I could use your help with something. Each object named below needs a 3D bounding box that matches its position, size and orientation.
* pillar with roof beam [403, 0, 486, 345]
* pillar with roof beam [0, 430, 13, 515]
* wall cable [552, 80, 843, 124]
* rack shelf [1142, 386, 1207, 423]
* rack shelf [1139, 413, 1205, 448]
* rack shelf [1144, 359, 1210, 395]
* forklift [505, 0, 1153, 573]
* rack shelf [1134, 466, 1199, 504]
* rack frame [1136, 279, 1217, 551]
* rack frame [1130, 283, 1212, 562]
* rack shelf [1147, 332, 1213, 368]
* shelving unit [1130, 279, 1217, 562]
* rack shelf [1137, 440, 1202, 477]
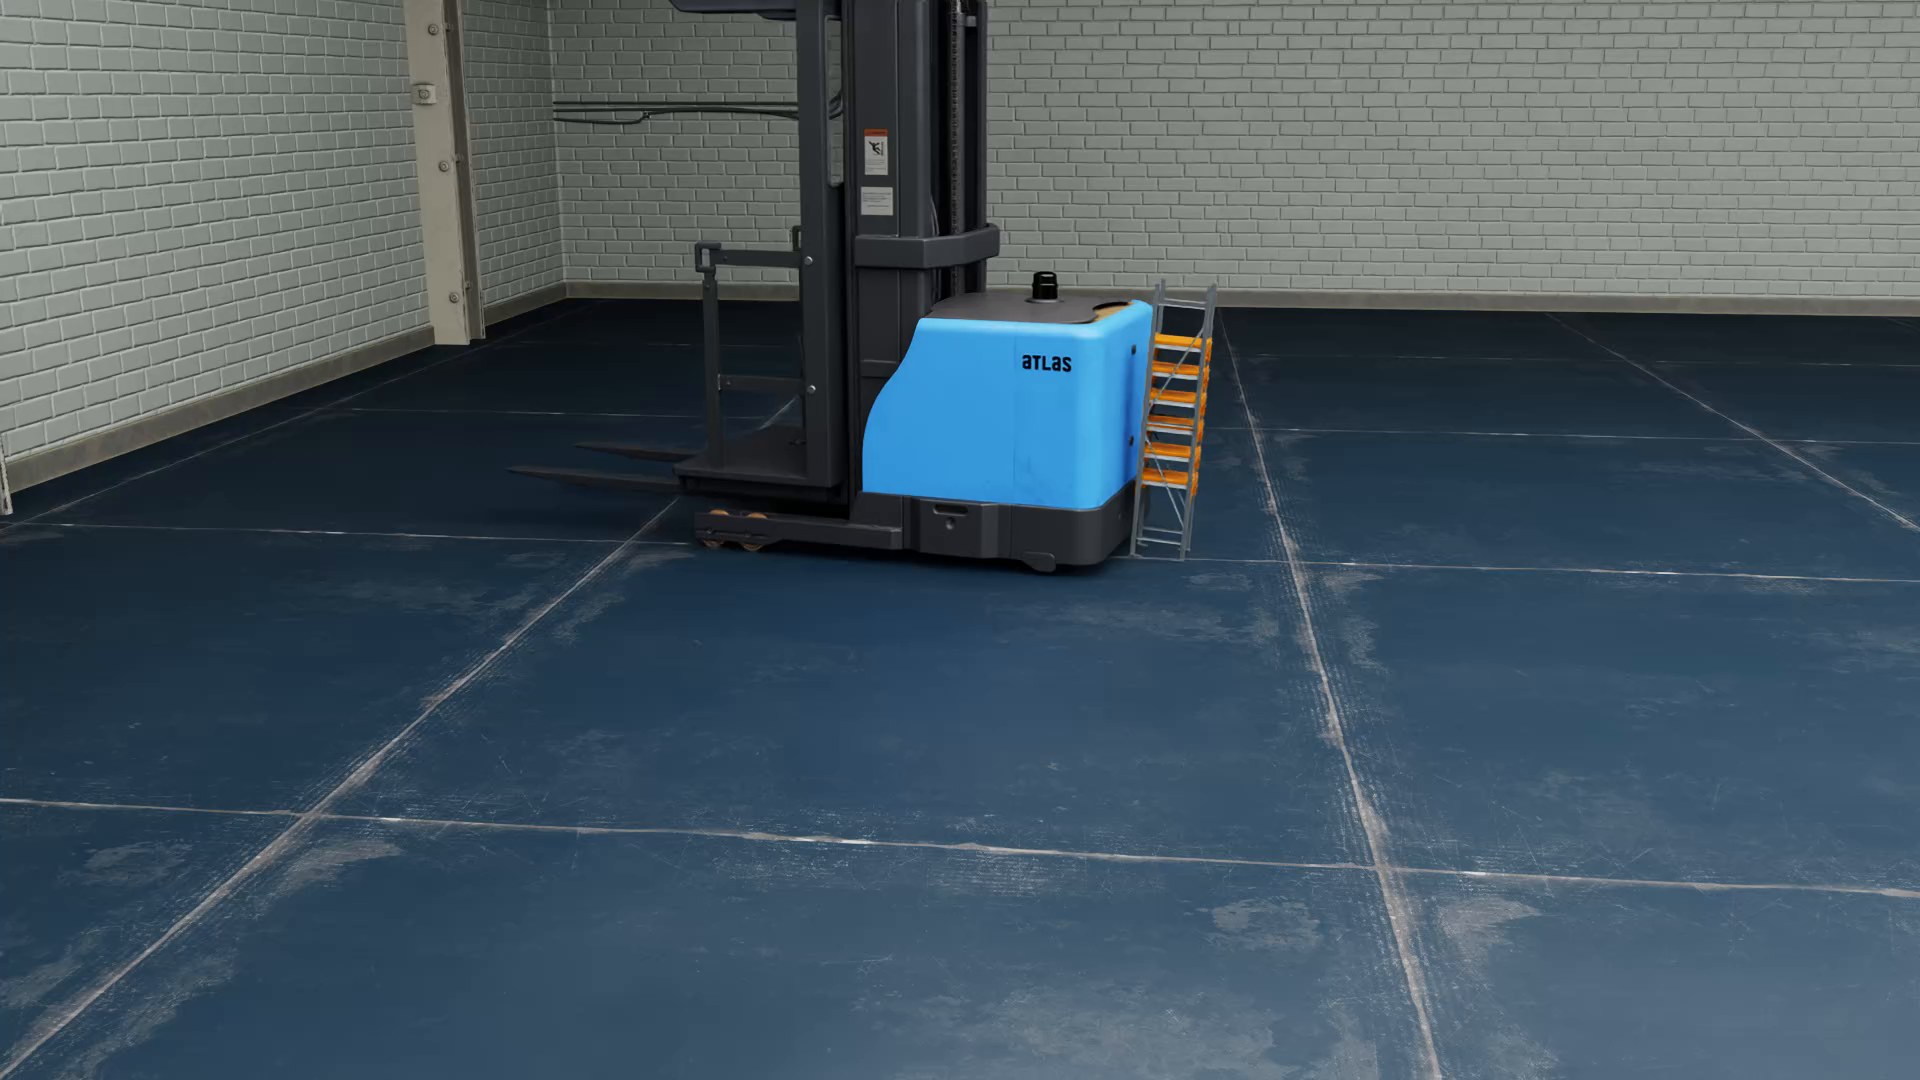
[{"bbox_3d":[0.134,-5.863,12.104,9.100,9.000,0.400,2,15,6],"label":"pillar with roof beam"},{"bbox_3d":[-0.543,-4.307,6.349,9.100,9.000,0.400,2,15,6],"label":"pillar with roof beam"},{"bbox_3d":[-2.497,-5.216,15.660,3.097,2.526,0.112,2,15,6],"label":"wall cable"},{"bbox_3d":[0.932,-0.589,7.224,0.258,0.103,0.180,8,17,13],"label":"rack shelf"},{"bbox_3d":[0.925,-0.474,7.257,0.258,0.103,0.180,8,17,13],"label":"rack shelf"},{"bbox_3d":[0.939,-0.704,7.191,0.258,0.103,0.180,8,17,13],"label":"rack shelf"},{"bbox_3d":[-0.678,-1.492,7.564,3.031,2.935,1.130,5,16,19],"label":"forklift"},{"bbox_3d":[0.910,-0.244,7.324,0.258,0.103,0.180,8,17,13],"label":"rack shelf"},{"bbox_3d":[0.951,-0.540,7.330,0.240,1.200,0.006,8,17,13],"label":"rack frame"},{"bbox_3d":[0.904,-0.494,7.159,0.240,1.200,0.006,8,17,13],"label":"rack frame"},{"bbox_3d":[0.947,-0.820,7.157,0.258,0.103,0.180,8,17,13],"label":"rack shelf"},{"bbox_3d":[0.927,-0.517,7.245,0.258,1.200,0.189,8,17,13],"label":"shelving unit"},{"bbox_3d":[0.917,-0.359,7.290,0.258,0.103,0.180,8,17,13],"label":"rack shelf"}]
